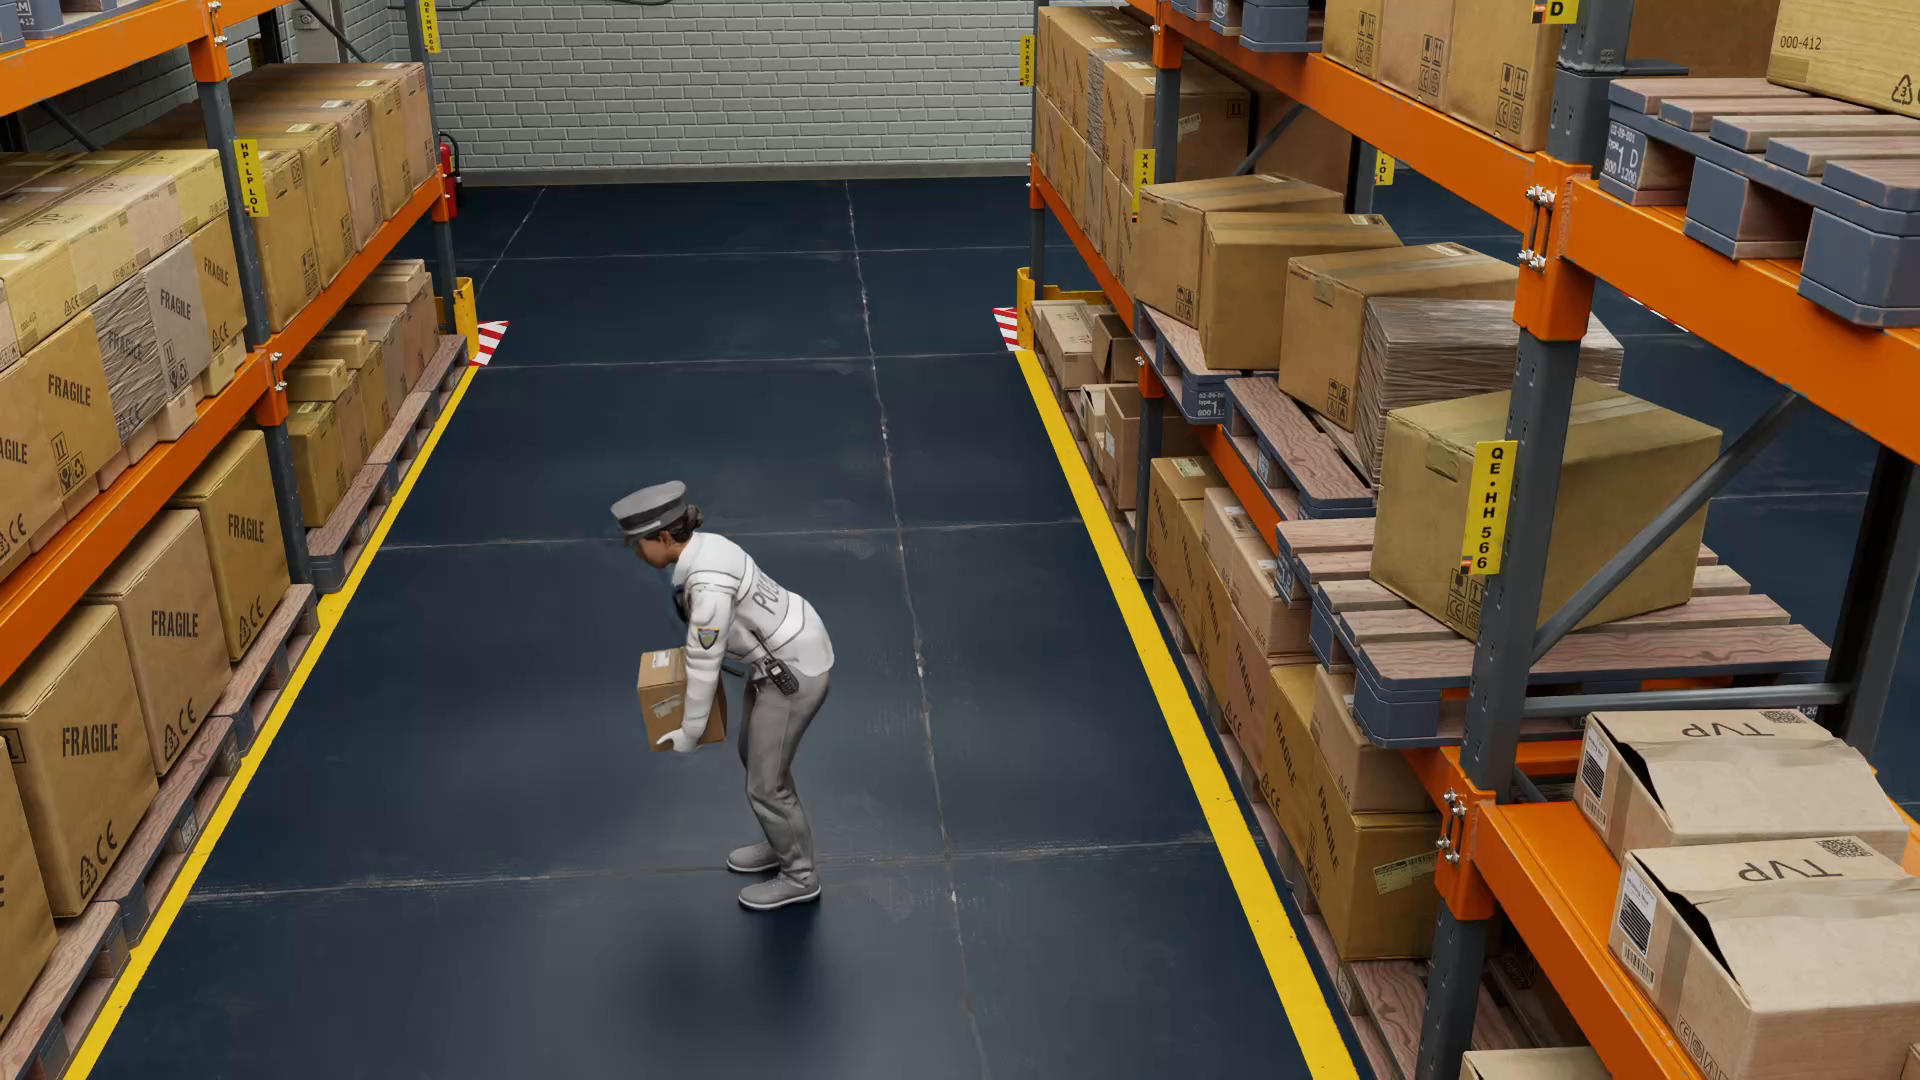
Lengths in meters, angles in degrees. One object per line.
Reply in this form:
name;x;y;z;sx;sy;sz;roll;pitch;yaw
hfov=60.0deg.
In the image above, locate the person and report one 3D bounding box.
person;-0.767;0.523;5.594;0.695;1.530;0.406;-3;24;-6
